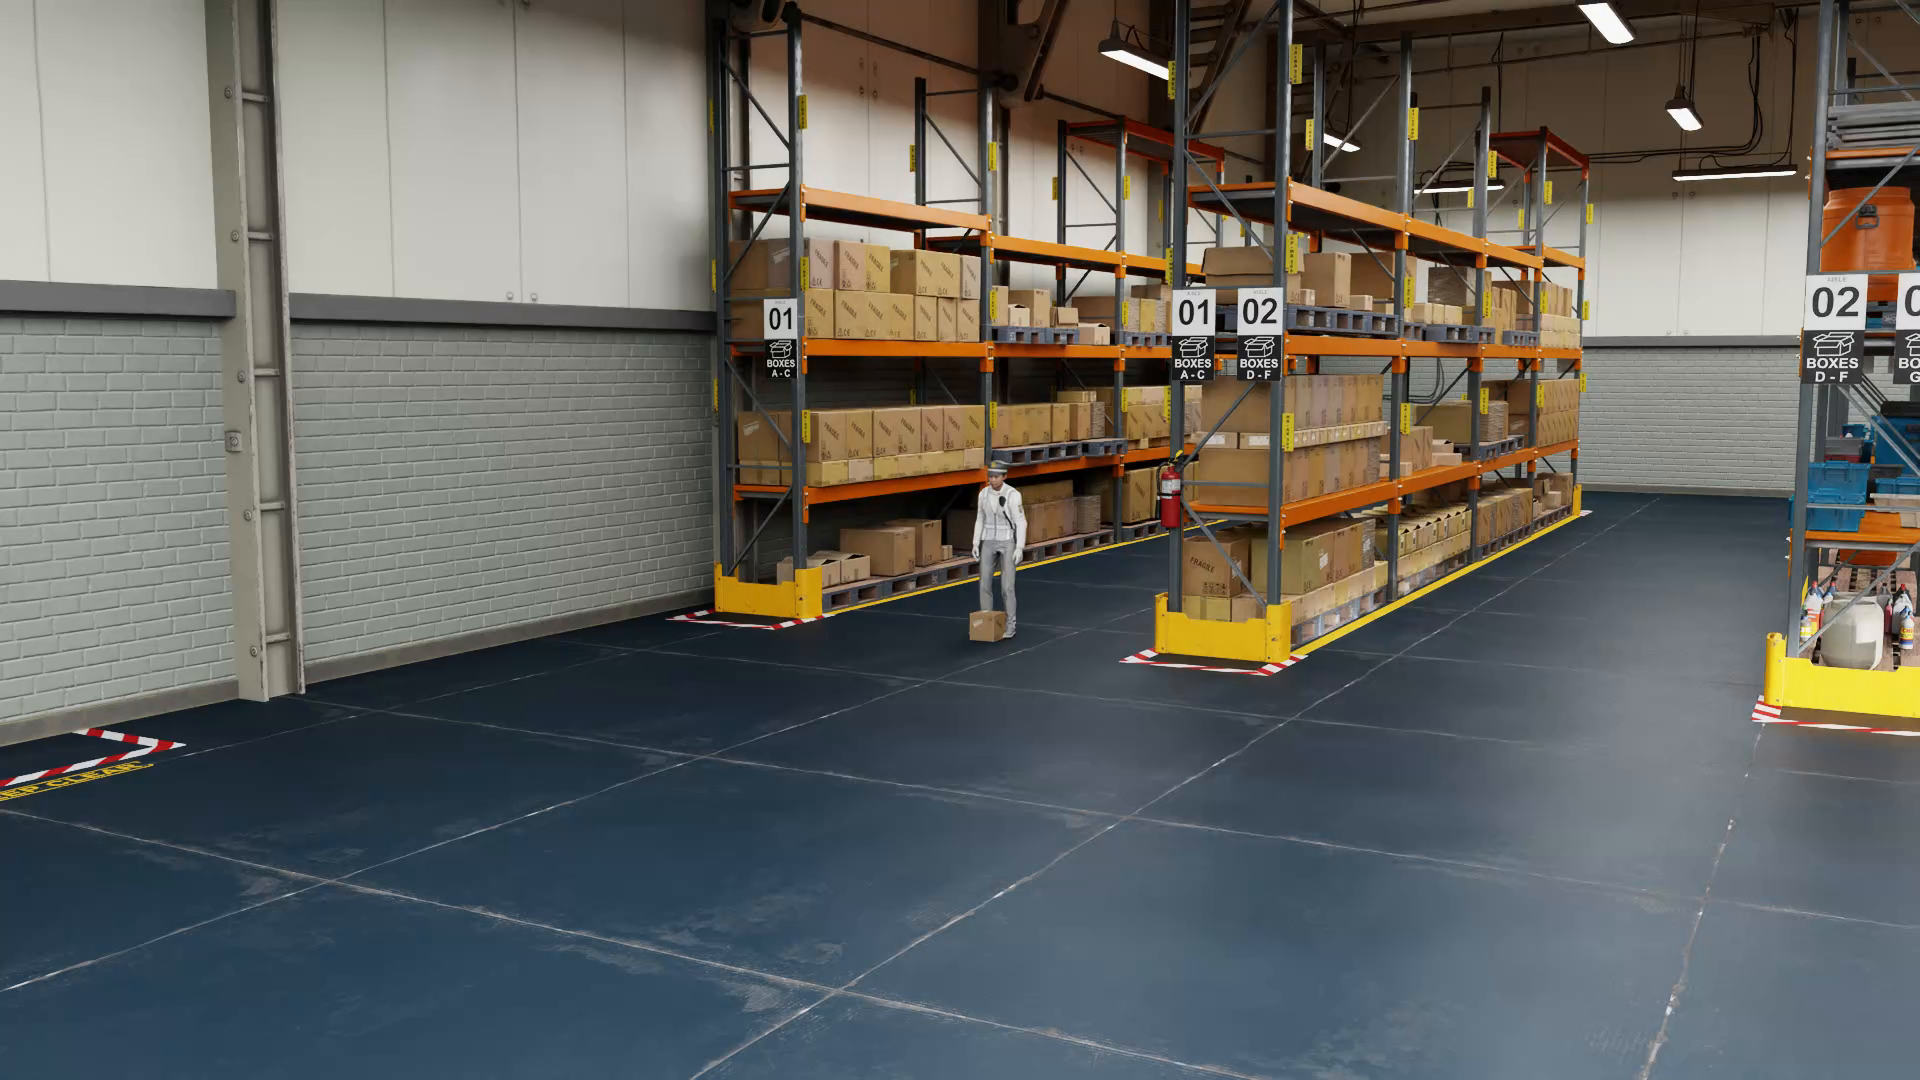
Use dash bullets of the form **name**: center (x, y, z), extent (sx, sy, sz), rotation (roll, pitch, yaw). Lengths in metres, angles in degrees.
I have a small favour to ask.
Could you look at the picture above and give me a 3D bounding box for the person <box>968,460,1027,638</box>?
- **person**: center (0.364, 0.076, 15.632), extent (0.535, 1.663, 0.379), rotation (3, 7, 28)
